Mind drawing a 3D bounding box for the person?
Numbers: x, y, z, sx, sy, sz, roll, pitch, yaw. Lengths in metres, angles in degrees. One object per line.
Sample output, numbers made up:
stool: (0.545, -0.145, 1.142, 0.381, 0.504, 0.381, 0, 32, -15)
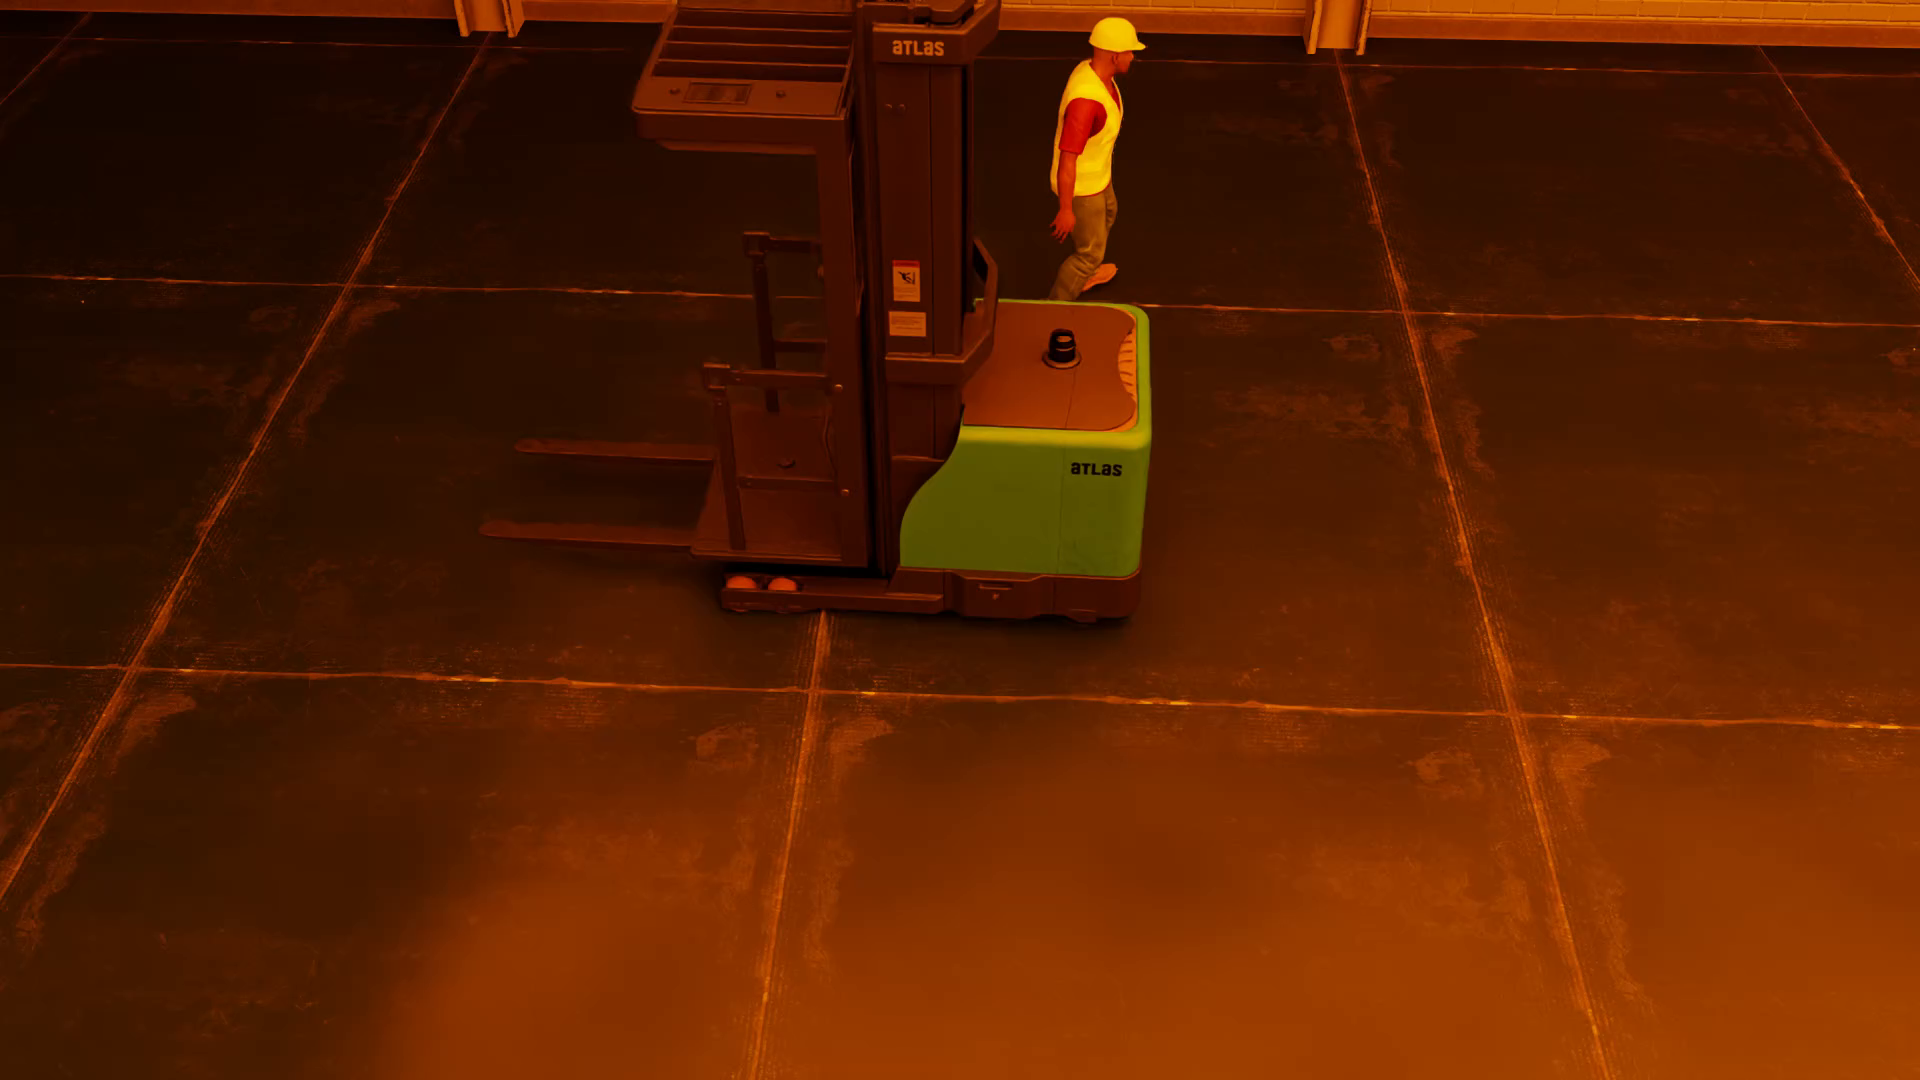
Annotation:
person: (0.687, -1.906, 8.726, 0.461, 1.731, 0.876, 5, 43, 5)

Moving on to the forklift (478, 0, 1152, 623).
forklift: (-0.679, -1.101, 6.948, 3.031, 2.935, 1.130, 3, 42, 3)
